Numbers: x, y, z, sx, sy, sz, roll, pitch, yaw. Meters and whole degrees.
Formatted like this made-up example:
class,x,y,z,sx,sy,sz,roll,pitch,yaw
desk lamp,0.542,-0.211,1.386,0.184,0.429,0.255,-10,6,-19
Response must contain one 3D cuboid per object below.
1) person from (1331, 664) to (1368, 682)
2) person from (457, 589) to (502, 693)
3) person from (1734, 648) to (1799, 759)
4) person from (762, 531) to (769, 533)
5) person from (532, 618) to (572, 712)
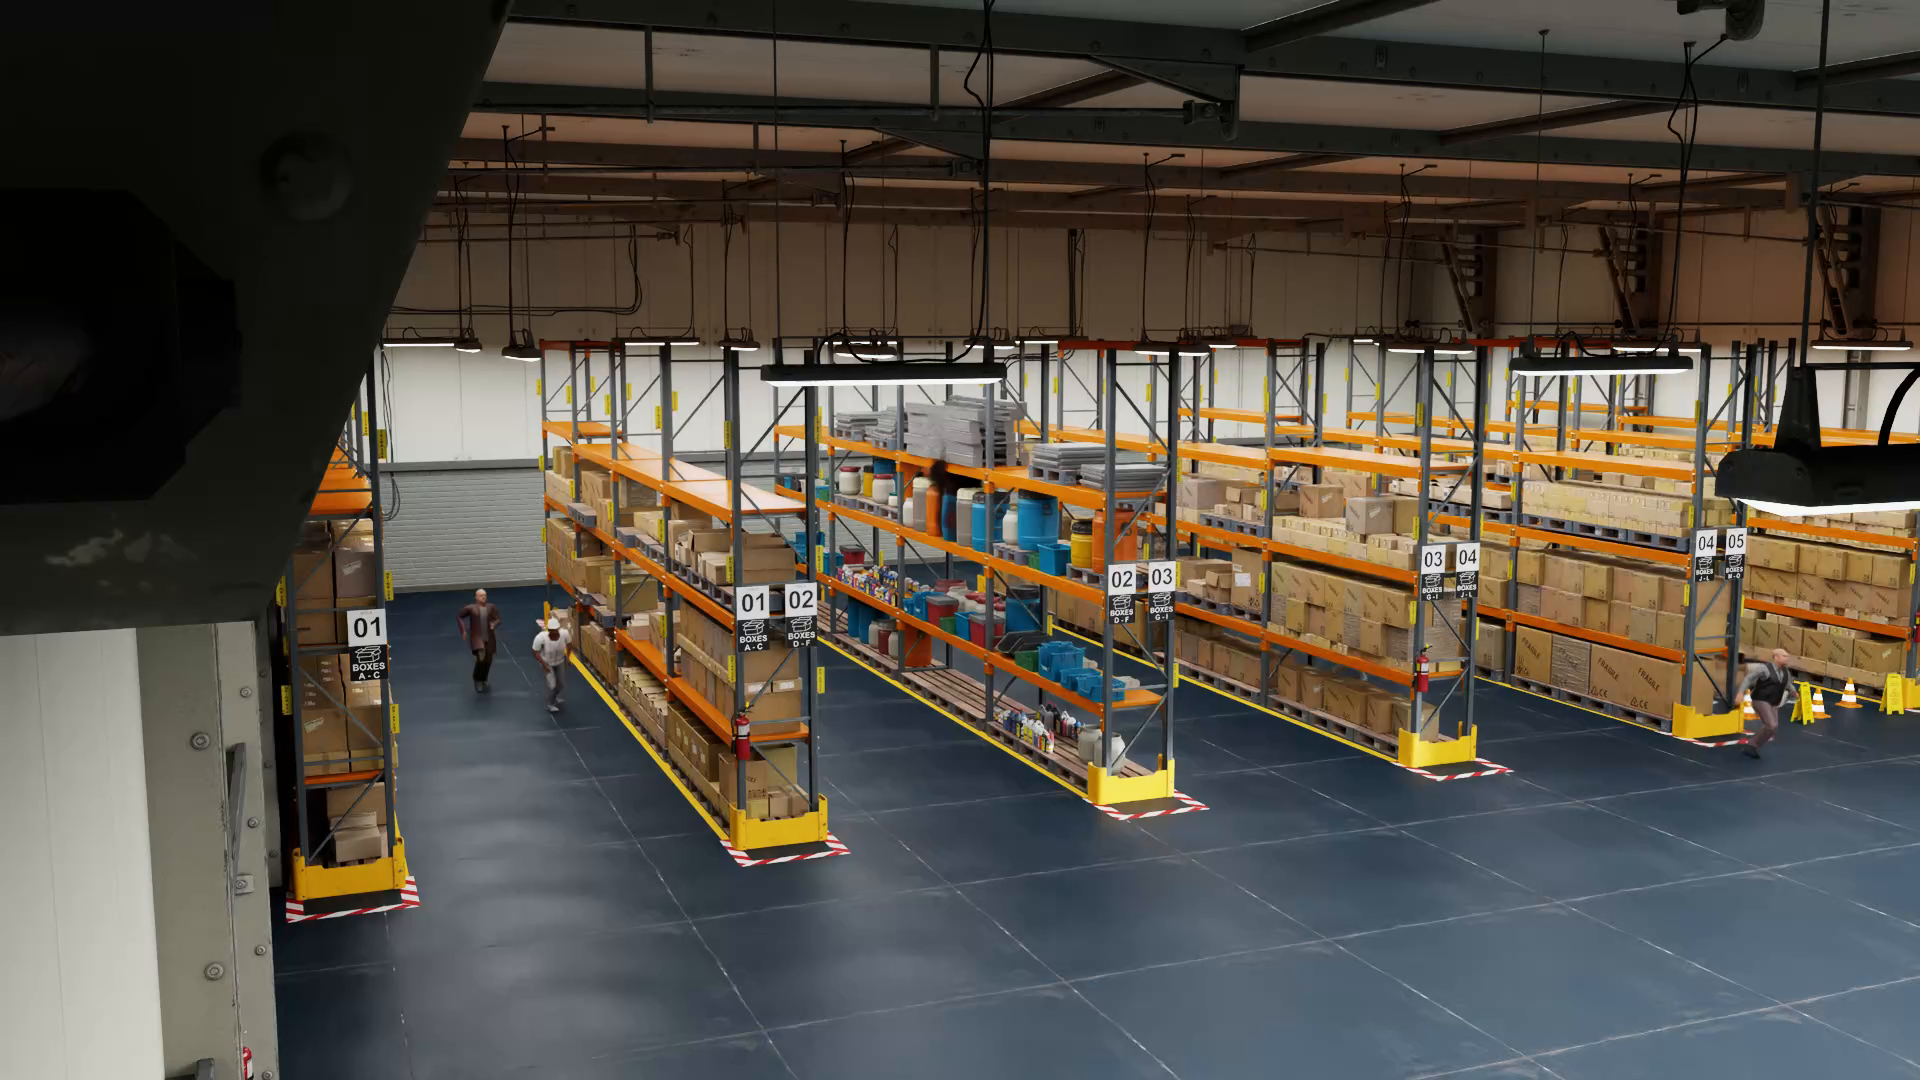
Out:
class,x,y,z,sx,sy,sz,roll,pitch,yaw
person,6.876,1.802,28.986,0.571,1.515,1.028,-4,8,-26
person,-8.228,1.739,28.631,0.689,1.792,0.764,-5,9,-34
person,11.838,2.403,24.244,0.836,1.640,0.651,-4,9,-30
person,-4.485,0.607,37.489,0.902,1.634,0.530,-2,8,-17
person,-6.658,2.014,27.121,0.692,1.604,0.935,-6,10,-39
